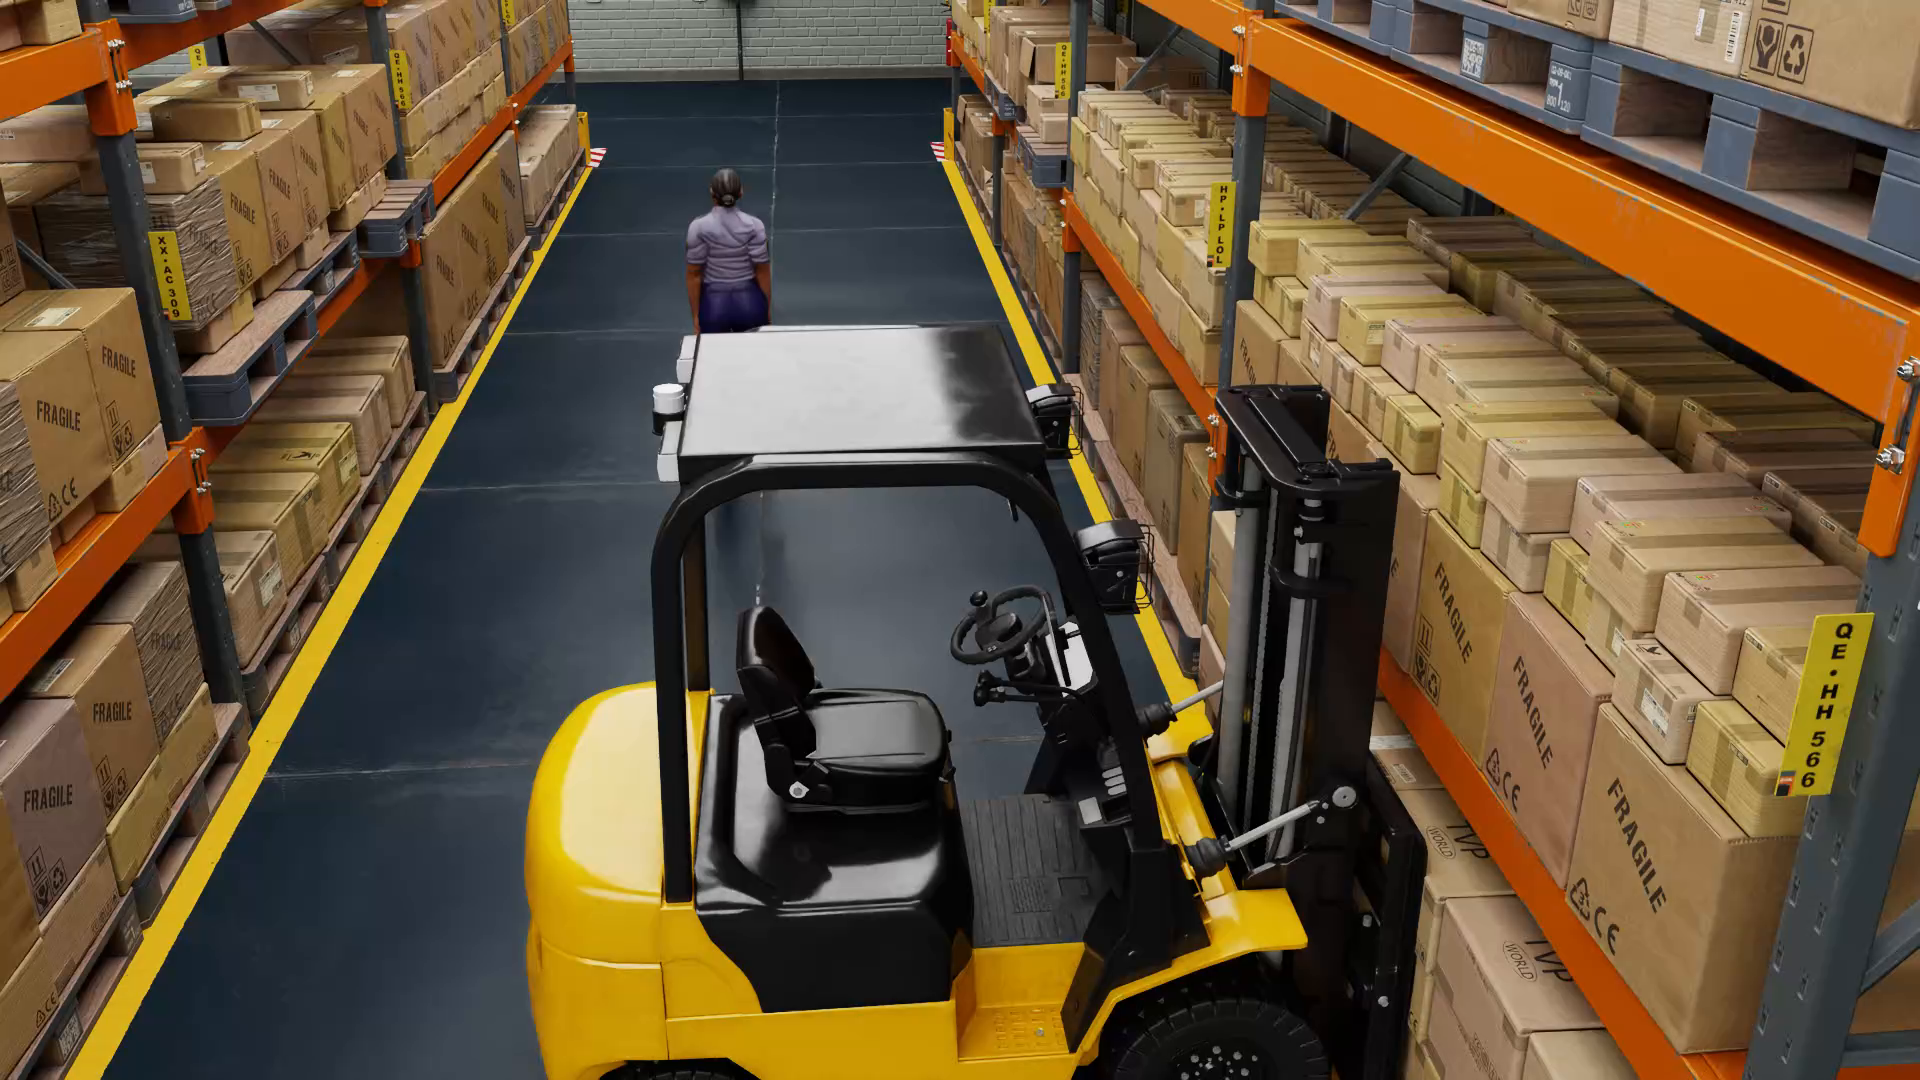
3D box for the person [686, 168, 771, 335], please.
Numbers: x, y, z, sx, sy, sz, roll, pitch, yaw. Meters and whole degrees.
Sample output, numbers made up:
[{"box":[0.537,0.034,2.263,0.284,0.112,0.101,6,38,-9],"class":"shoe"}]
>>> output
[{"box":[-1.319,-1.320,9.544,0.477,1.639,0.446,-4,24,-8],"class":"person"}]
